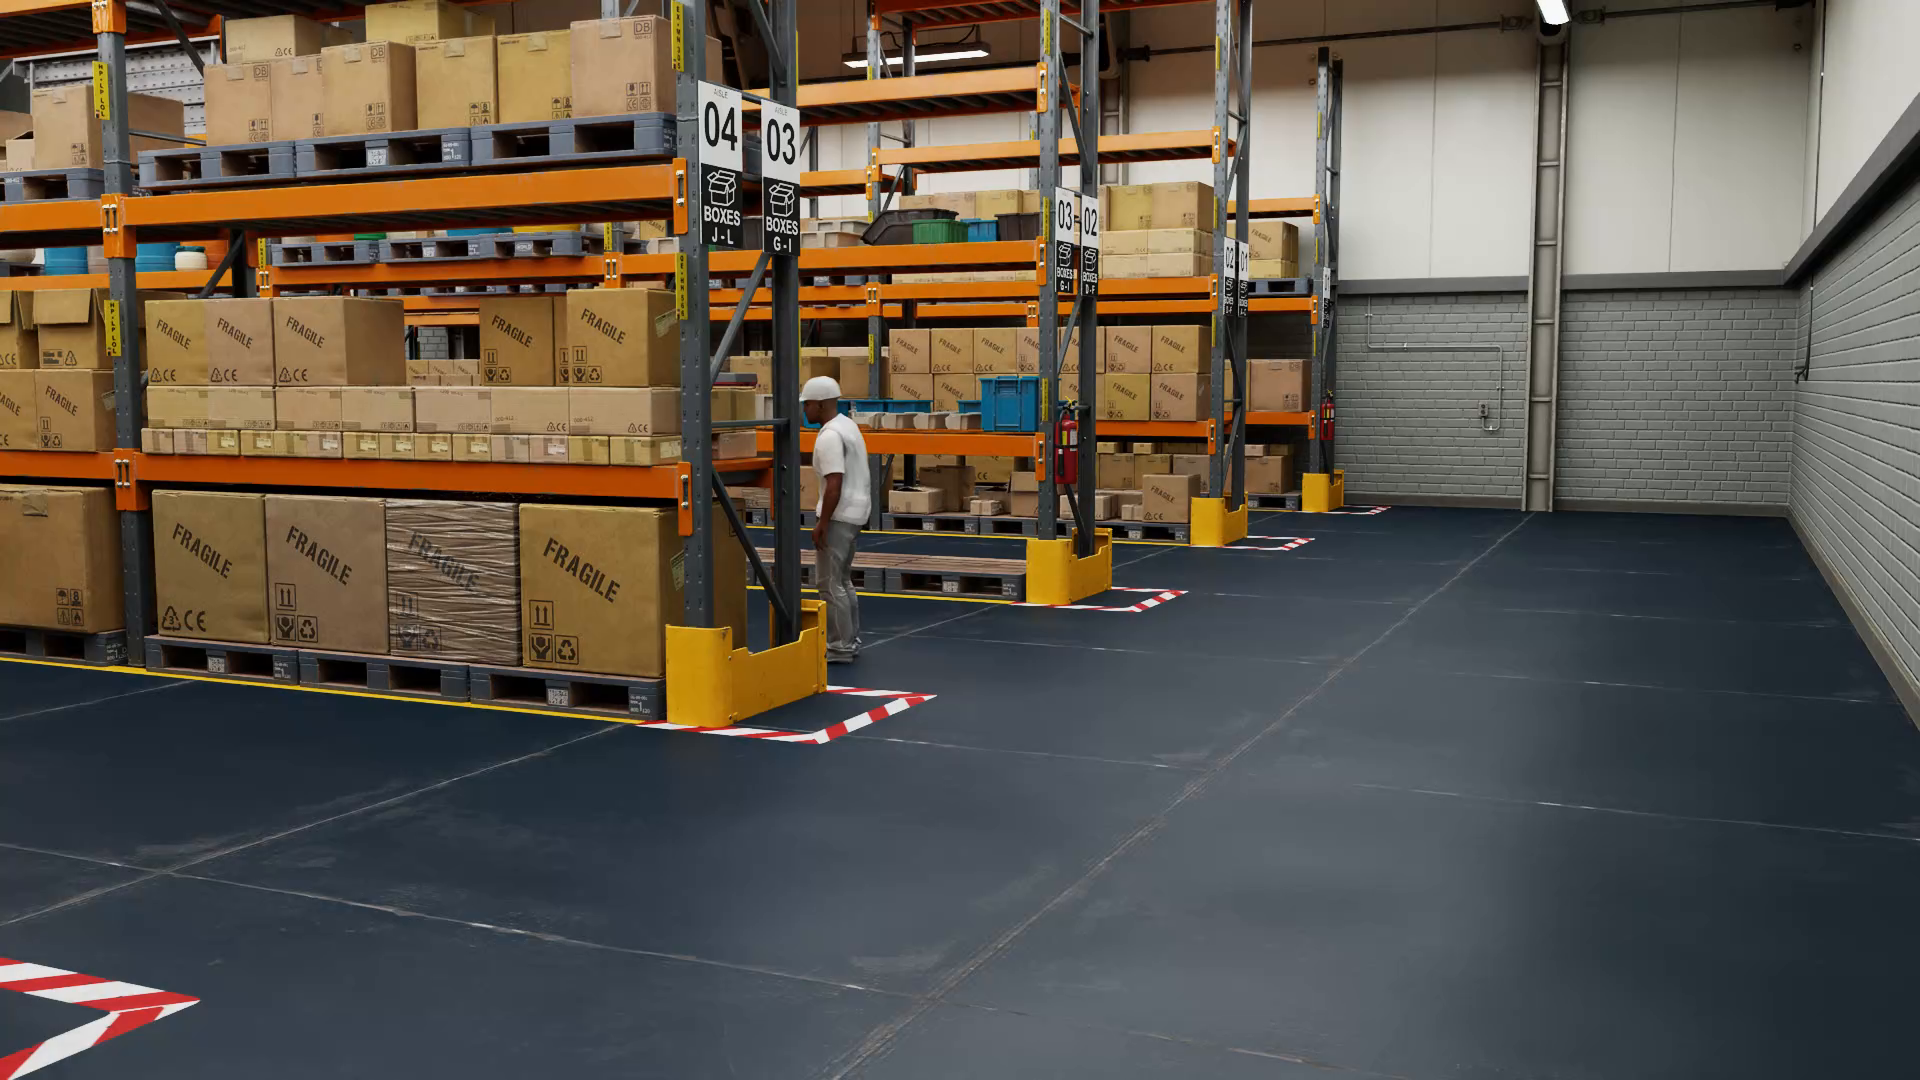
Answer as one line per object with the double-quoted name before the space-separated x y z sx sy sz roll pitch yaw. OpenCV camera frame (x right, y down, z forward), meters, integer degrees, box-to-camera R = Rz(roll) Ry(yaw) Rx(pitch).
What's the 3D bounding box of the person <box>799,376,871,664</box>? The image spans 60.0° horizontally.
"person" -0.784 -0.129 10.282 0.461 1.761 0.637 1 6 7
